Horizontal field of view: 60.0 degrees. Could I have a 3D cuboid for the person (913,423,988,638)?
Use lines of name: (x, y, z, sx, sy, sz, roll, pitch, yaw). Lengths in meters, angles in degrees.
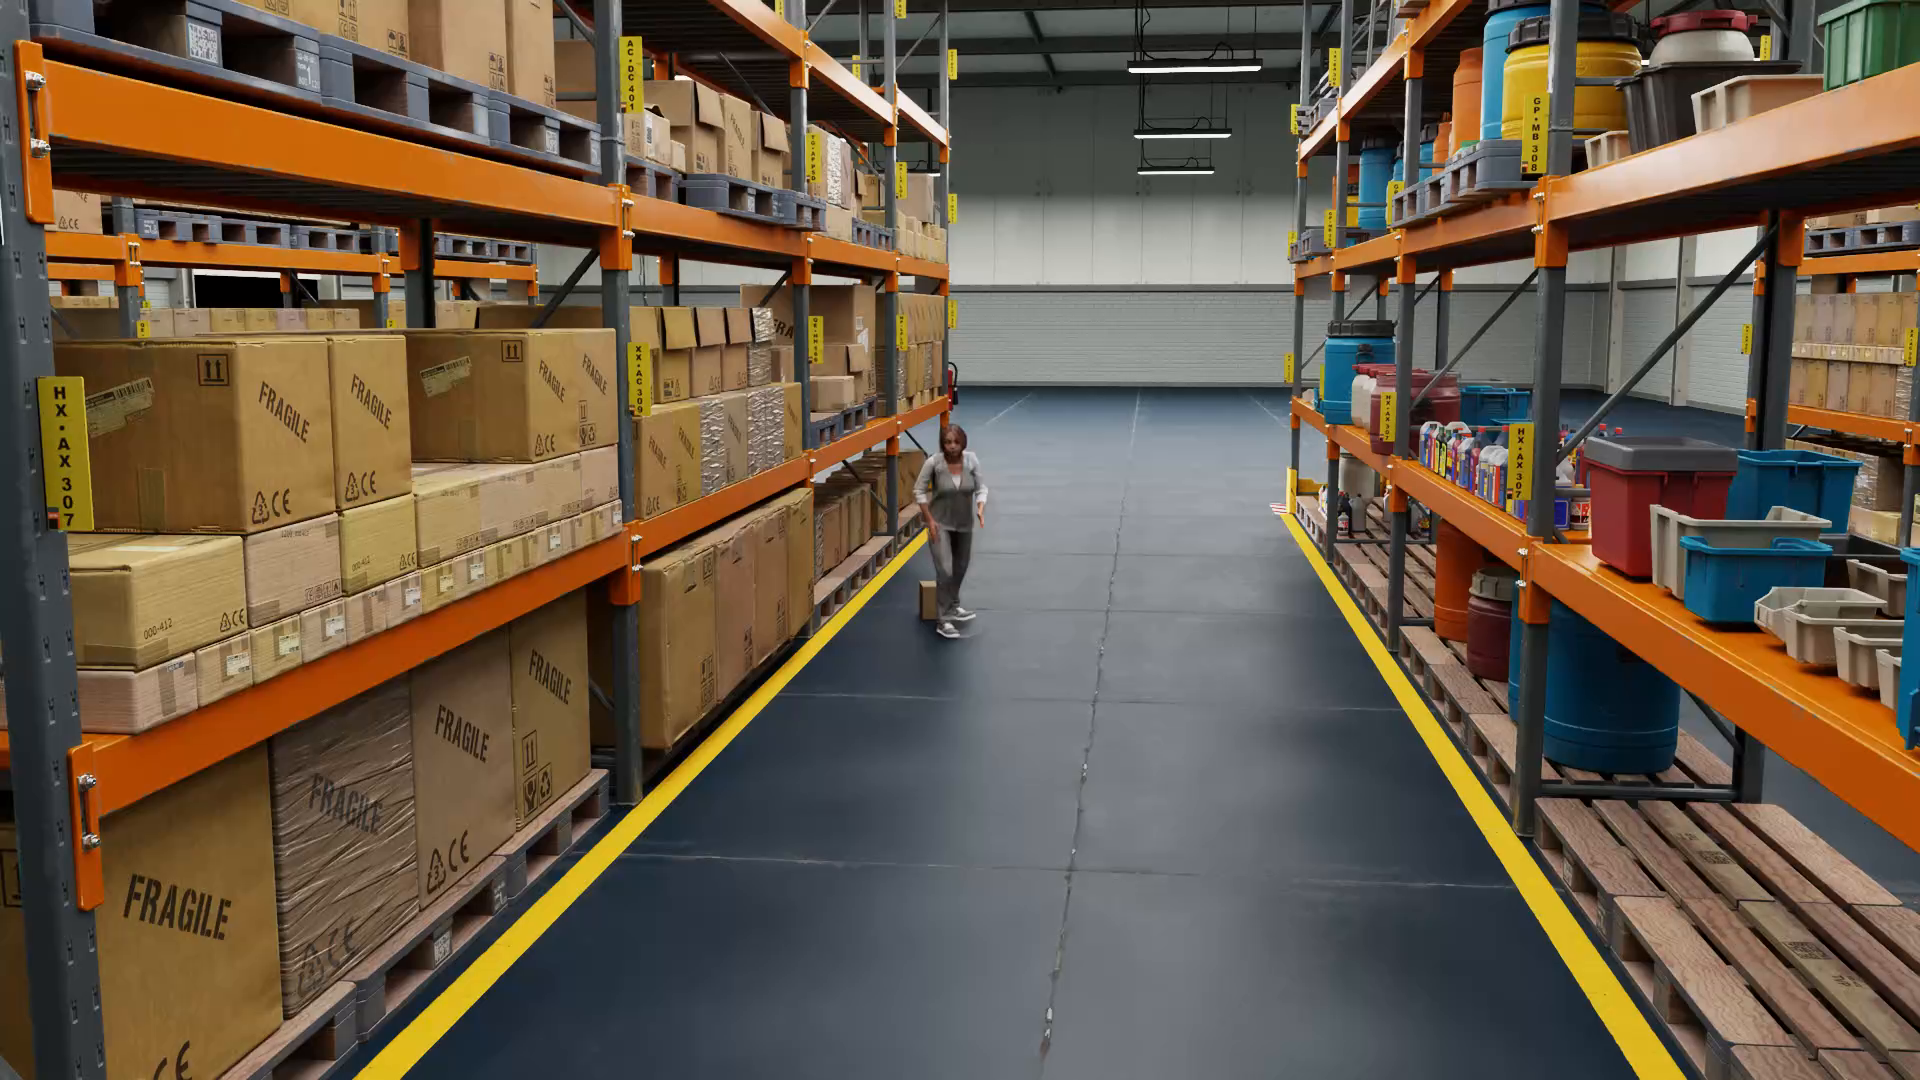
person: (-0.060, -0.082, 11.732, 0.569, 1.517, 0.794, -3, 8, -23)
